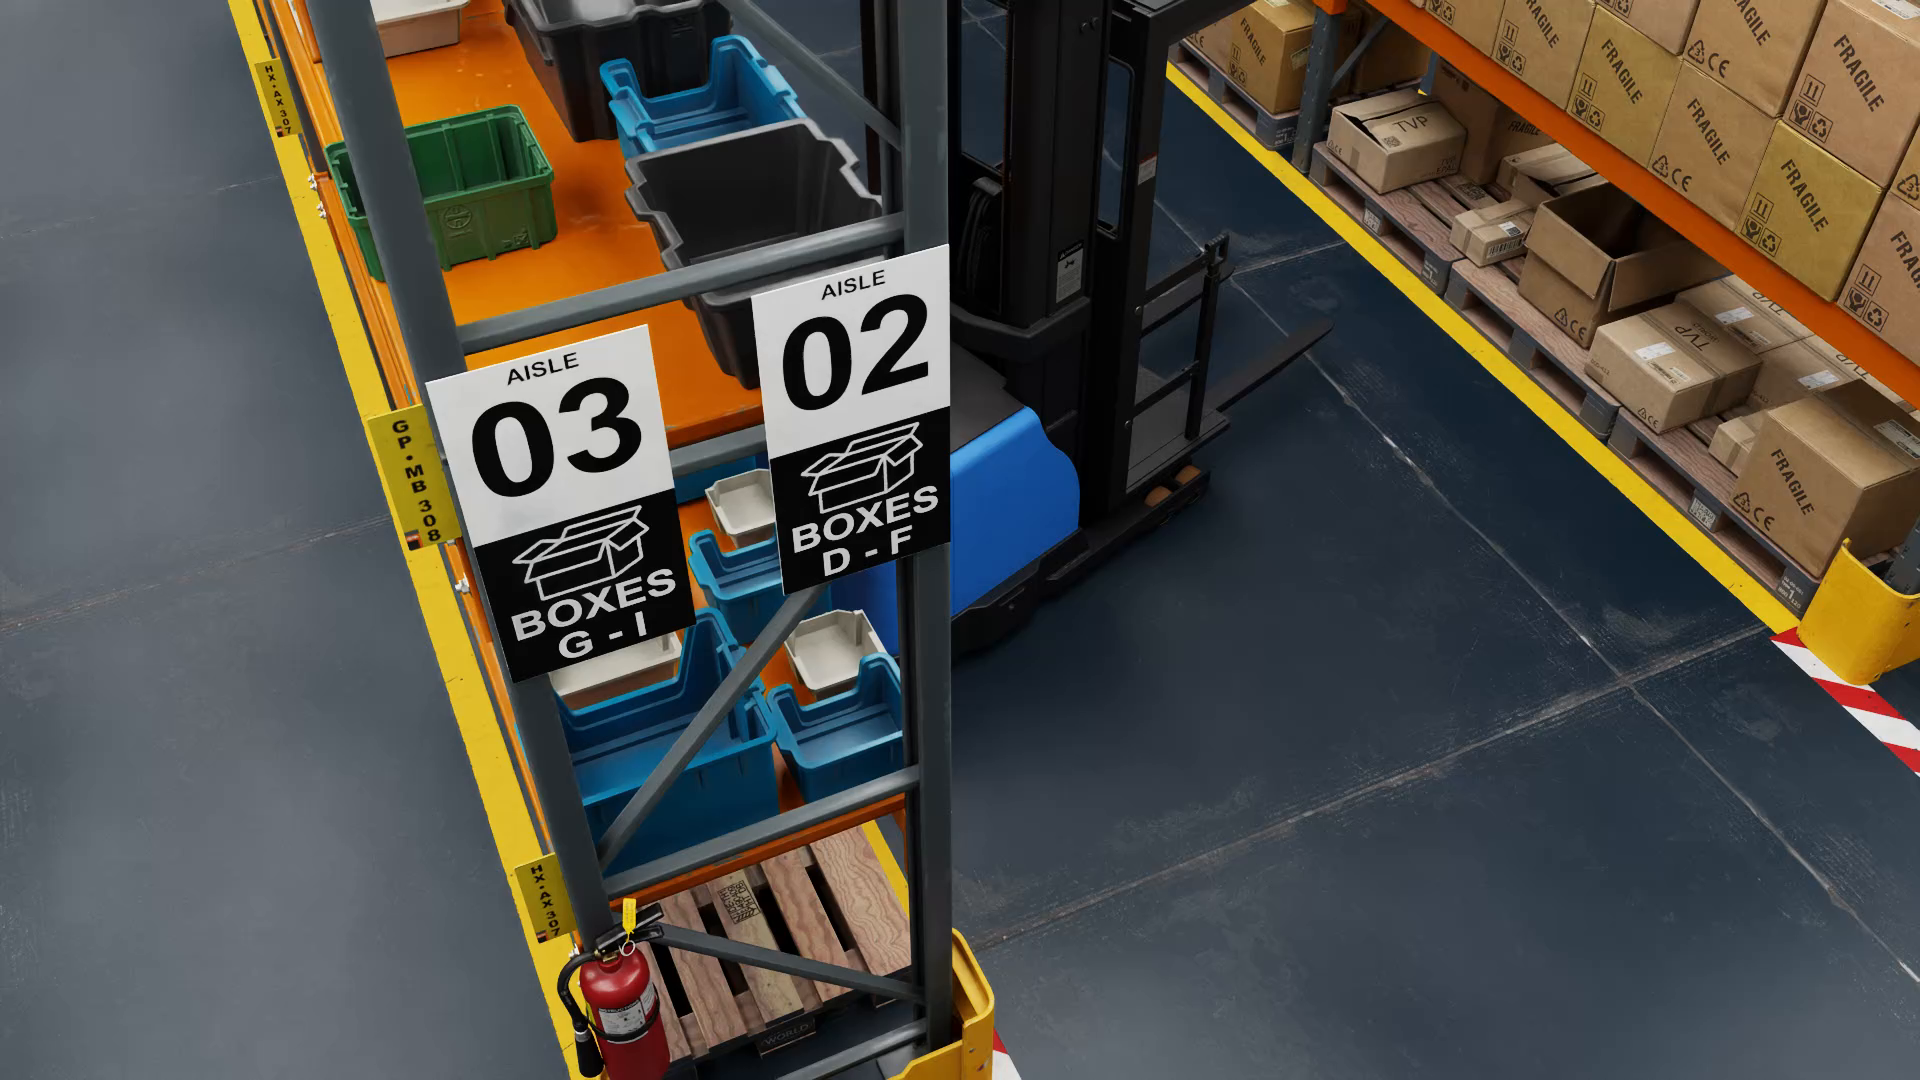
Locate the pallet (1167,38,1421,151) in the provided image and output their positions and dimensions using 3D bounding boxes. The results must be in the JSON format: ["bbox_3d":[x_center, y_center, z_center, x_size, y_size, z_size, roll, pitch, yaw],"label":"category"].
[{"bbox_3d":[1.938,-2.776,9.782,1.003,0.211,1.213,-18,47,-17],"label":"pallet"}]

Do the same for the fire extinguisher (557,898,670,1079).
[{"bbox_3d":[-0.849,1.138,4.150,0.296,0.674,0.183,-18,47,-17],"label":"fire extinguisher"}]

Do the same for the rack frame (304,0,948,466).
[{"bbox_3d":[-0.500,-1.388,2.118,1.000,3.000,0.127,-18,47,-17],"label":"rack frame"}]

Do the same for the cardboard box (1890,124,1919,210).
[{"bbox_3d":[3.559,-1.307,5.524,0.500,0.500,0.500,-18,48,-18],"label":"cardboard box"}]

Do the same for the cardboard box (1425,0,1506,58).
[{"bbox_3d":[2.499,-2.567,7.513,0.500,0.500,0.500,-17,47,-17],"label":"cardboard box"}]

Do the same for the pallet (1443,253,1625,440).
[{"bbox_3d":[3.119,-1.052,8.035,1.003,0.211,1.213,-18,47,-17],"label":"pallet"}]

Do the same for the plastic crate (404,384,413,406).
[{"bbox_3d":[-1.596,-0.447,5.513,0.416,0.233,0.300,-18,47,-17],"label":"plastic crate"}]

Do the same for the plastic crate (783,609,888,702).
[{"bbox_3d":[-0.365,0.337,4.787,0.250,0.136,0.298,-18,47,-17],"label":"plastic crate"}]

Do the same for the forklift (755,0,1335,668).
[{"bbox_3d":[0.450,-1.346,6.396,3.031,2.935,1.130,-34,54,-30],"label":"forklift"}]

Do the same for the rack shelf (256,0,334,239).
[{"bbox_3d":[-3.022,-2.820,8.353,1.077,0.370,4.000,-18,47,-17],"label":"rack shelf"}]

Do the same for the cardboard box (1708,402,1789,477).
[{"bbox_3d":[3.455,-0.419,7.112,0.380,0.166,0.250,-18,47,-17],"label":"cardboard box"}]

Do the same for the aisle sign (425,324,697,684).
[{"bbox_3d":[-0.735,-0.045,3.178,0.394,0.787,0.004,-18,47,-17],"label":"aisle sign"}]

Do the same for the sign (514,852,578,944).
[{"bbox_3d":[-0.992,0.863,3.993,0.100,0.325,0.005,-18,47,-17],"label":"sign"}]

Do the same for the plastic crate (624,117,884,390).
[{"bbox_3d":[-0.409,-0.601,3.550,0.497,0.269,0.590,-18,47,-17],"label":"plastic crate"}]

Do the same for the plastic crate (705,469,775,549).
[{"bbox_3d":[-0.650,-0.095,5.225,0.250,0.136,0.298,-18,47,-17],"label":"plastic crate"}]

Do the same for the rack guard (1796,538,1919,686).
[{"bbox_3d":[3.964,0.129,6.632,1.175,0.500,0.348,-18,47,-17],"label":"rack guard"}]

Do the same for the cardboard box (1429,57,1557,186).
[{"bbox_3d":[2.811,-2.249,8.729,0.500,0.500,0.500,-18,47,-17],"label":"cardboard box"}]

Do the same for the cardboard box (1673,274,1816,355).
[{"bbox_3d":[3.604,-0.958,7.599,0.500,0.250,0.500,-18,47,-17],"label":"cardboard box"}]

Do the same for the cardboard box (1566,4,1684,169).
[{"bbox_3d":[2.923,-1.924,6.861,0.500,0.500,0.500,-19,48,-18],"label":"cardboard box"}]

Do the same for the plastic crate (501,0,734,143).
[{"bbox_3d":[-0.893,-1.353,4.263,0.504,0.338,0.767,-18,47,-17],"label":"plastic crate"}]

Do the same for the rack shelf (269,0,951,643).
[{"bbox_3d":[-1.341,-1.338,4.716,1.077,0.370,4.000,-18,47,-17],"label":"rack shelf"}]

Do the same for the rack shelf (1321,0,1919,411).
[{"bbox_3d":[3.155,-1.731,7.250,1.077,0.370,4.000,-18,47,-17],"label":"rack shelf"}]

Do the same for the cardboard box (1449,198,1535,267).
[{"bbox_3d":[2.667,-1.530,8.238,0.380,0.166,0.250,-18,47,-17],"label":"cardboard box"}]

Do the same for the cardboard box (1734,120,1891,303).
[{"bbox_3d":[3.340,-1.283,6.212,0.500,0.500,0.500,-18,47,-17],"label":"cardboard box"}]

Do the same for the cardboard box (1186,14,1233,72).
[{"bbox_3d":[1.646,-3.076,9.567,0.500,0.500,0.500,-18,47,-17],"label":"cardboard box"}]

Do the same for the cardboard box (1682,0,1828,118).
[{"bbox_3d":[3.124,-1.957,6.184,0.500,0.500,0.500,-17,47,-16],"label":"cardboard box"}]

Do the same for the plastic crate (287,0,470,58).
[{"bbox_3d":[-1.594,-1.470,4.525,0.437,0.136,0.530,-18,47,-17],"label":"plastic crate"}]

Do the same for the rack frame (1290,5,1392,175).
[{"bbox_3d":[2.314,-3.262,8.289,1.000,3.000,0.127,-18,47,-17],"label":"rack frame"}]

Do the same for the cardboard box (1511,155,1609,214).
[{"bbox_3d":[3.127,-1.704,8.311,0.500,0.311,0.500,-18,47,-17],"label":"cardboard box"}]

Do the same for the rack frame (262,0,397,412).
[{"bbox_3d":[-2.182,-1.801,6.809,1.000,3.000,0.127,-18,47,-17],"label":"rack frame"}]

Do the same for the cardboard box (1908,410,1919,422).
[{"bbox_3d":[4.027,-0.388,7.081,0.380,0.166,0.250,-18,47,-17],"label":"cardboard box"}]

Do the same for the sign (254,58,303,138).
[{"bbox_3d":[-2.681,-1.738,6.548,0.100,0.325,0.005,-18,47,-17],"label":"sign"}]

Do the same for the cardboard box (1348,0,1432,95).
[{"bbox_3d":[2.332,-2.909,9.398,0.500,0.500,0.500,-20,48,-19],"label":"cardboard box"}]
